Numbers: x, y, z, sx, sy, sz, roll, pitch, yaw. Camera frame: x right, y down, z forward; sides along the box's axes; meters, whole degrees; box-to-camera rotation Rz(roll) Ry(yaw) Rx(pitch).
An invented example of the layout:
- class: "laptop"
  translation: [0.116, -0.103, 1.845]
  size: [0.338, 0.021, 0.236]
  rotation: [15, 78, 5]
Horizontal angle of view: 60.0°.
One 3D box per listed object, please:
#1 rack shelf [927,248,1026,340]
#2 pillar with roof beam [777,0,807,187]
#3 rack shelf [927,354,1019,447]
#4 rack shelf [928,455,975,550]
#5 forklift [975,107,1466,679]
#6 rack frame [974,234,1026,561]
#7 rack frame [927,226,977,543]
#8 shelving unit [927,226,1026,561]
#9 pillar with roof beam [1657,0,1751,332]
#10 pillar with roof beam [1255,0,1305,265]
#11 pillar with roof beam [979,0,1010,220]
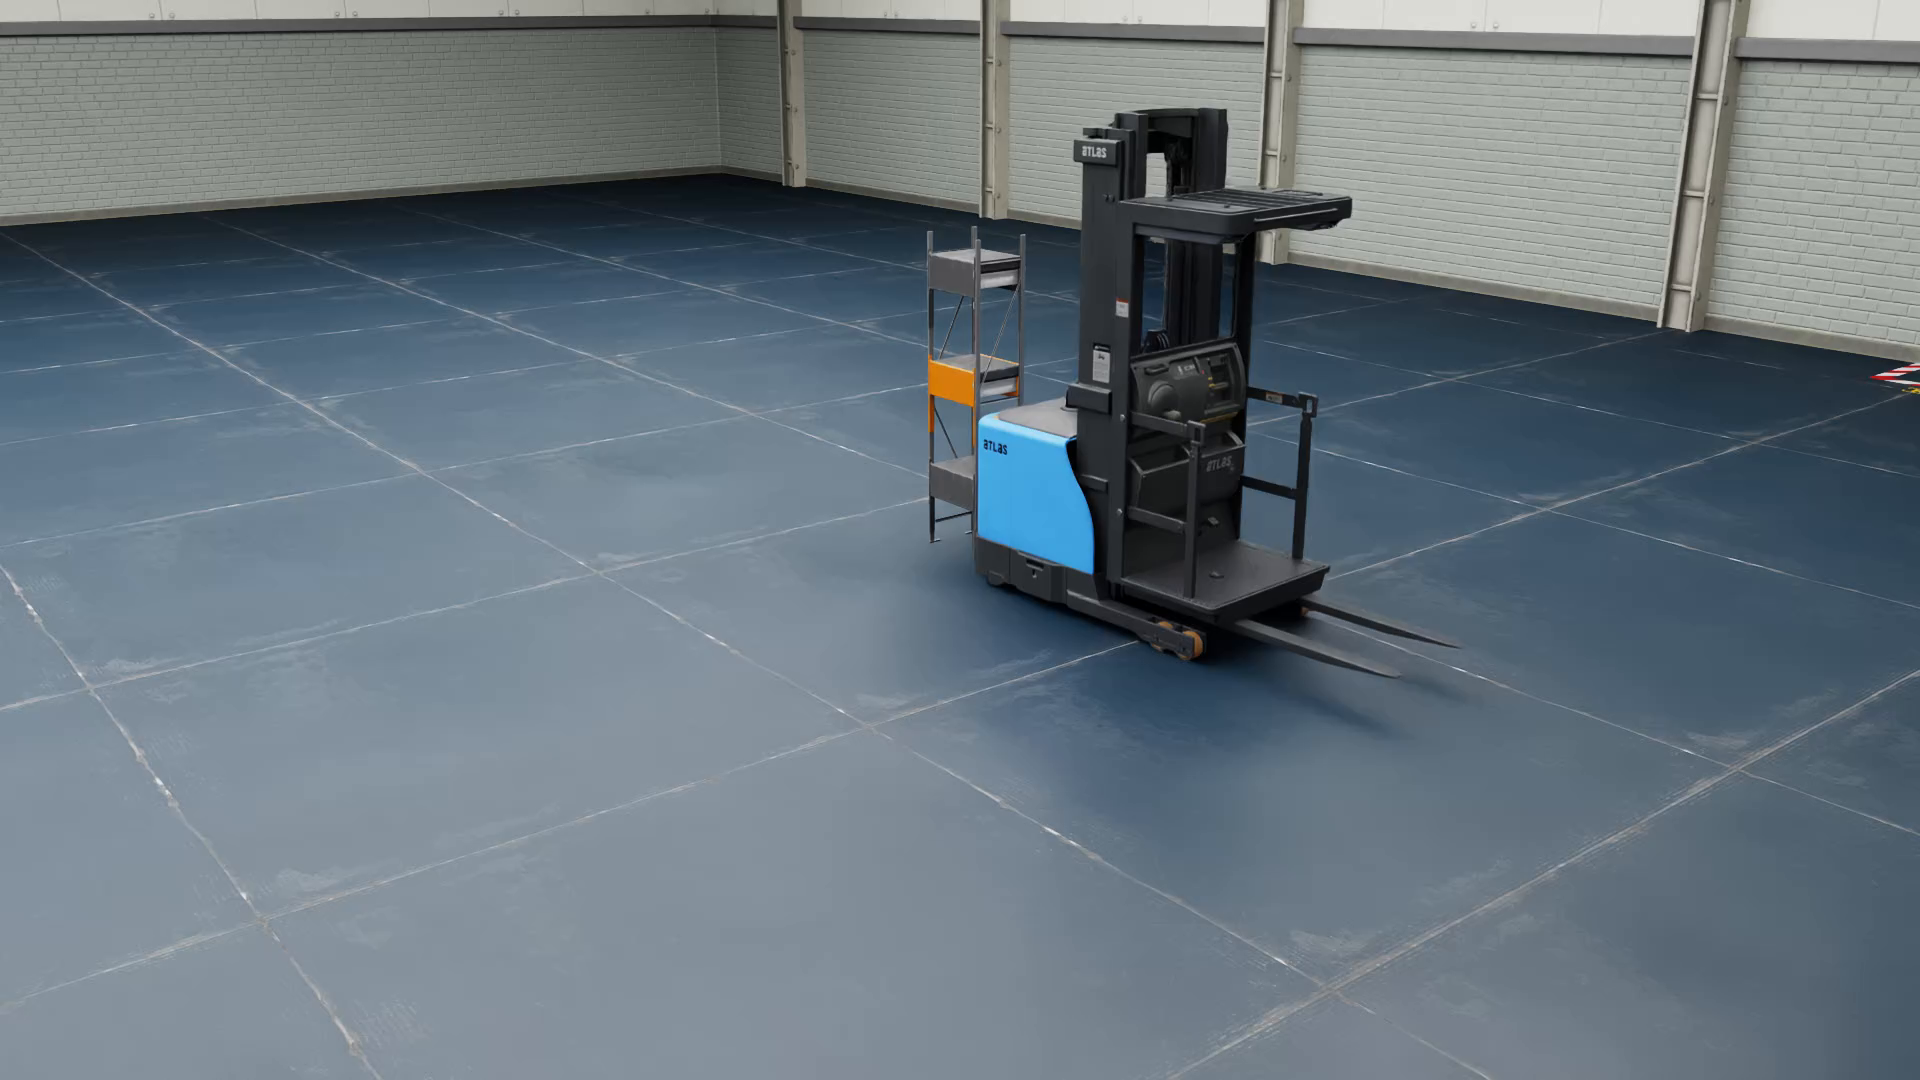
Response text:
- class: "rack shelf"
  translation: [0.103, -1.608, 10.693]
  size: [0.431, 0.518, 0.480]
  rotation: [-14, 23, -36]
- class: "pillar with roof beam"
  translation: [-6.542, -10.227, 27.931]
  size: [9.100, 9.000, 0.400]
  rotation: [-14, 23, -36]
- class: "rack shelf"
  translation: [0.103, -0.943, 10.914]
  size: [0.431, 0.518, 0.480]
  rotation: [-14, 23, -36]
- class: "rack shelf"
  translation: [0.103, -0.279, 11.134]
  size: [0.431, 0.518, 0.480]
  rotation: [-14, 23, -36]
- class: "forklift"
  translation: [1.460, -0.897, 9.407]
  size: [1.130, 2.935, 3.031]
  rotation: [-16, 24, -40]
- class: "rack frame"
  translation: [0.254, -0.896, 10.728]
  size: [0.400, 2.100, 0.015]
  rotation: [-14, 23, -36]
- class: "rack frame"
  translation: [-0.049, -1.016, 11.091]
  size: [0.400, 2.100, 0.015]
  rotation: [-14, 23, -36]
- class: "shelving unit"
  translation: [0.103, -0.956, 10.909]
  size: [0.431, 2.100, 0.503]
  rotation: [-14, 23, -36]
- class: "pillar with roof beam"
  translation: [4.634, -5.791, 14.536]
  size: [9.100, 9.000, 0.400]
  rotation: [-14, 23, -36]
- class: "pillar with roof beam"
  translation: [0.909, -7.270, 19.001]
  size: [9.100, 9.000, 0.400]
  rotation: [-14, 23, -36]
- class: "pillar with roof beam"
  translation: [-2.817, -8.748, 23.466]
  size: [9.100, 9.000, 0.400]
  rotation: [-14, 23, -36]
